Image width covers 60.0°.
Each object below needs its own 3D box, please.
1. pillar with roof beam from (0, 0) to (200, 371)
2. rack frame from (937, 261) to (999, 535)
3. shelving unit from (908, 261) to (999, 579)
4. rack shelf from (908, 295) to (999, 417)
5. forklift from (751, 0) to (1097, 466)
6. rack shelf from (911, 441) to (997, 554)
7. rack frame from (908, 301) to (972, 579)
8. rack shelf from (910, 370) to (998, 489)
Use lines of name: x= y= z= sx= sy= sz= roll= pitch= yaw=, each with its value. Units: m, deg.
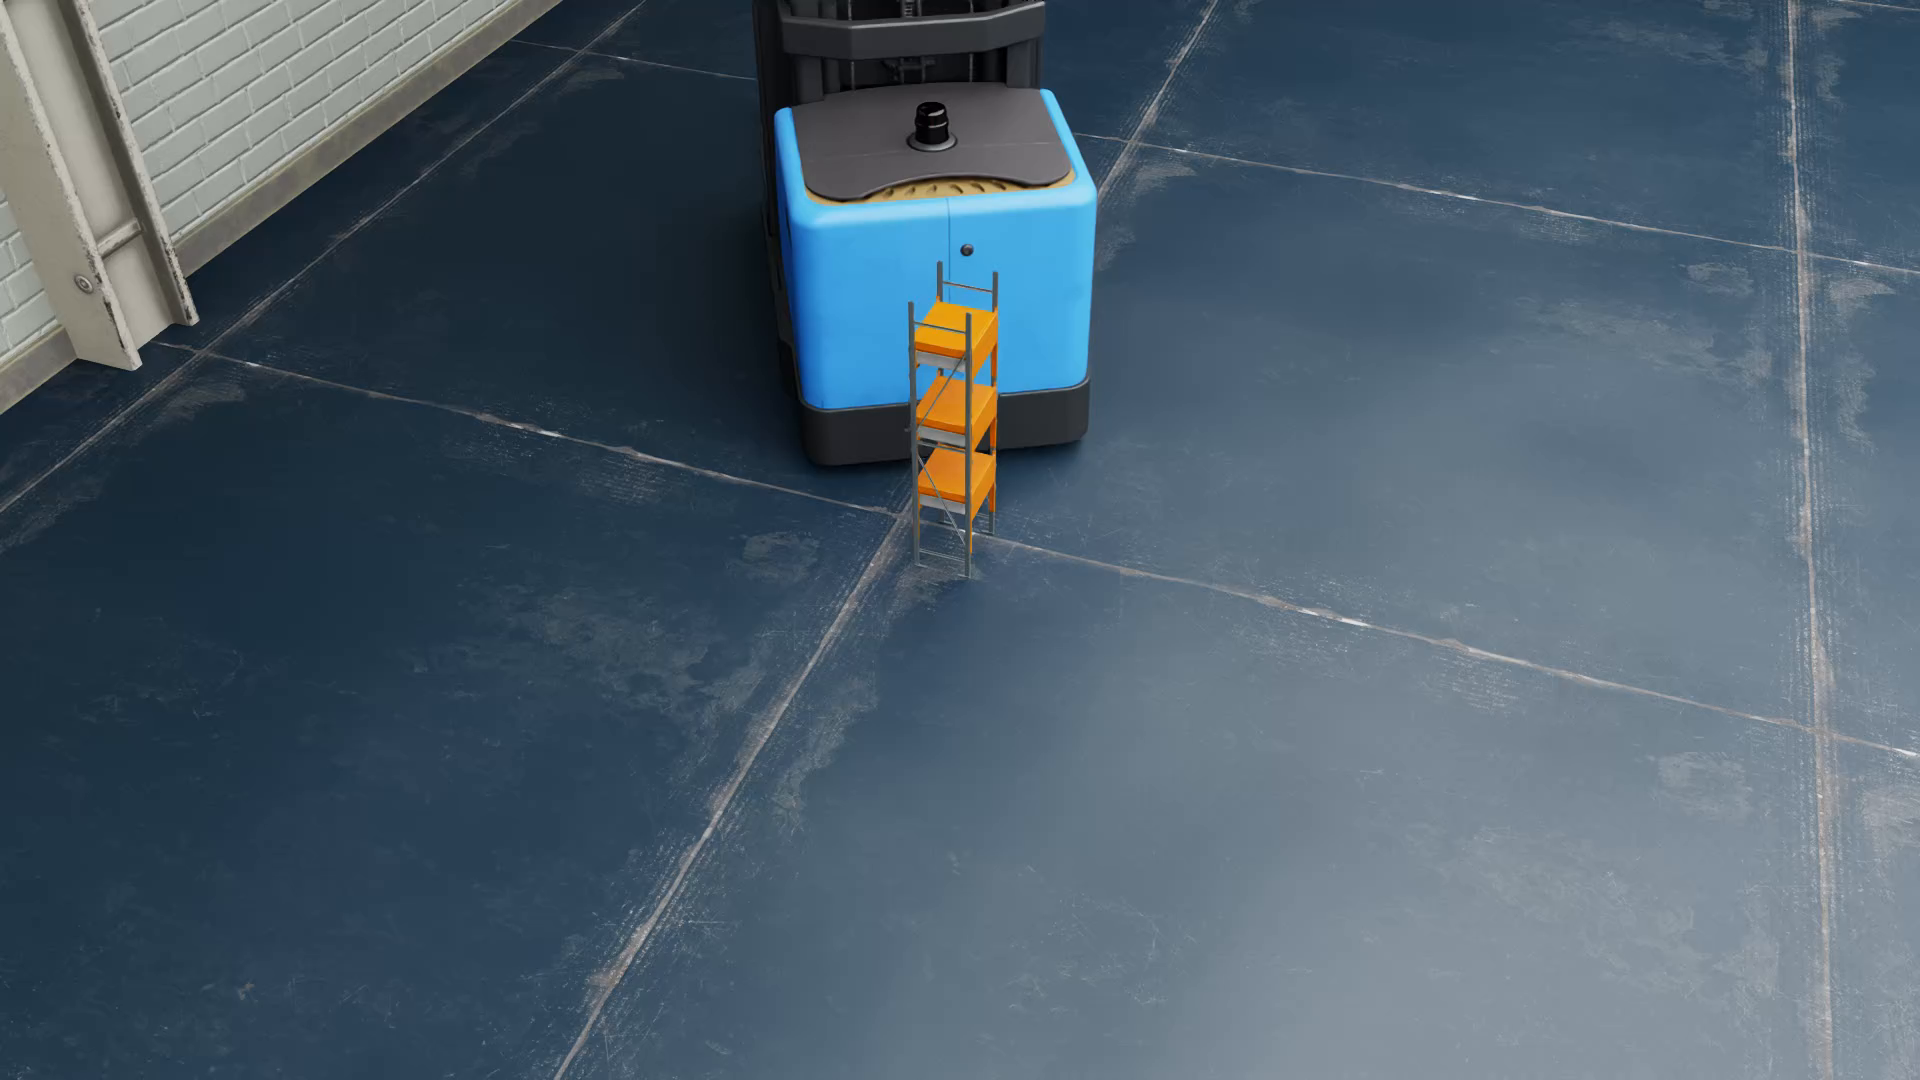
pillar with roof beam: x=0.723 y=-3.286 z=2.668 sx=9.100 sy=9.000 sz=0.400 roll=13 pitch=42 yaw=15
rack frame: x=0.023 y=-0.441 z=5.458 sx=0.200 sy=1.050 sz=0.008 roll=13 pitch=42 yaw=15
shelving unit: x=-0.018 y=-0.367 z=5.371 sx=0.215 sy=1.050 sz=0.252 roll=13 pitch=42 yaw=15
rack shelf: x=-0.018 y=-0.575 z=5.194 sx=0.215 sy=0.259 sz=0.240 roll=13 pitch=42 yaw=15
forklift: x=-0.270 y=-2.339 z=6.234 sx=1.130 sy=2.935 sz=3.031 roll=-6 pitch=41 yaw=-7
rack shelf: x=-0.018 y=-0.147 z=5.558 sx=0.215 sy=0.259 sz=0.240 roll=13 pitch=42 yaw=15
rack frame: x=-0.060 y=-0.292 z=5.284 sx=0.200 sy=1.050 sz=0.008 roll=13 pitch=42 yaw=15
rack shelf: x=-0.018 y=-0.359 z=5.378 sx=0.215 sy=0.259 sz=0.240 roll=13 pitch=42 yaw=15
